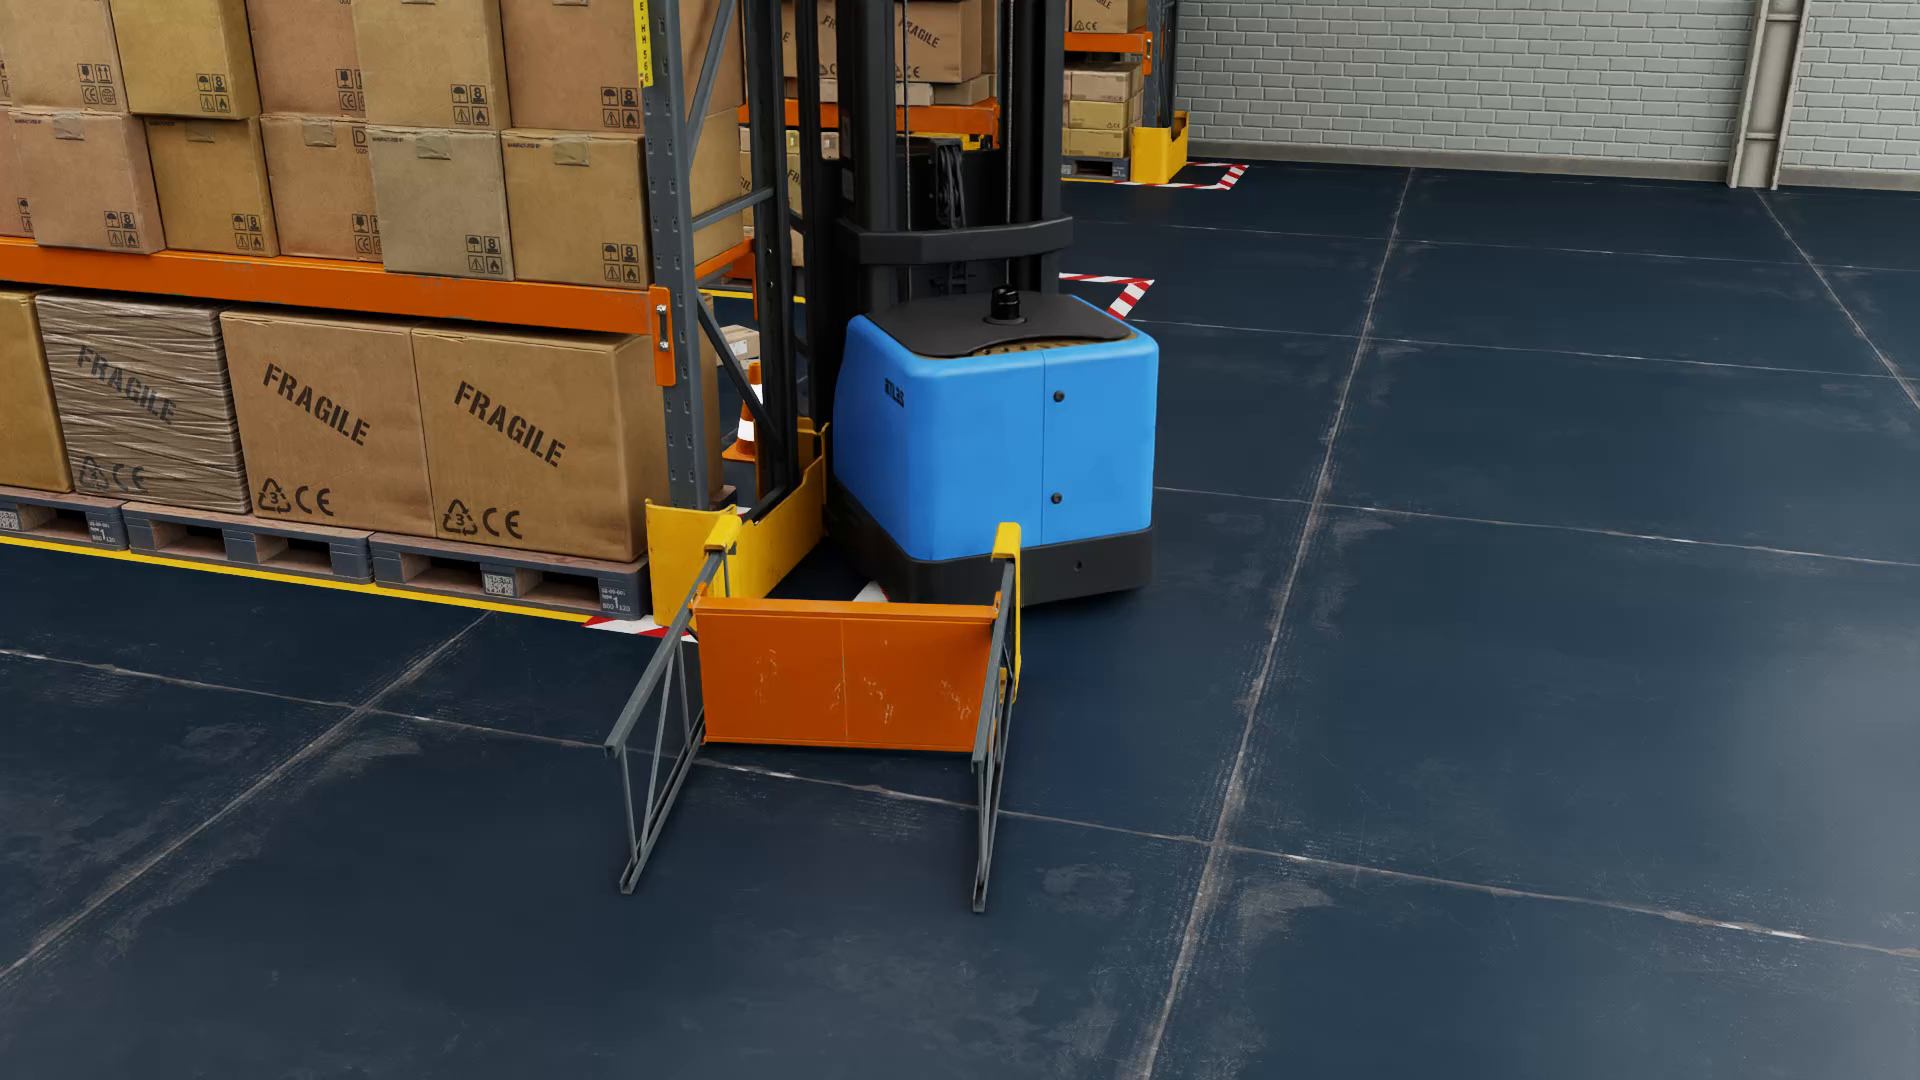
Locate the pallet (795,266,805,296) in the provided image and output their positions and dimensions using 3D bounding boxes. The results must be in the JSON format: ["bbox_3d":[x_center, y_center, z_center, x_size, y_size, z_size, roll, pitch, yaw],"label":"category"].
[{"bbox_3d":[-0.410,-1.883,11.583,1.213,0.211,1.003,7,23,16],"label":"pallet"}]

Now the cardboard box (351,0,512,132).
[{"bbox_3d":[-1.800,-1.904,6.339,0.550,0.550,0.875,7,23,16],"label":"cardboard box"}]

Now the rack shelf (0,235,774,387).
[{"bbox_3d":[-2.817,-1.140,7.045,4.000,0.370,1.077,7,23,16],"label":"rack shelf"}]

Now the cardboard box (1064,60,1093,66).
[{"bbox_3d":[0.976,-4.427,15.862,0.500,0.250,0.500,7,23,16],"label":"cardboard box"}]

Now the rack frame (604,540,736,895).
[{"bbox_3d":[-0.890,0.485,5.359,0.032,0.500,1.500,2,24,5],"label":"rack frame"}]

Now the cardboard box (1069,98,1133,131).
[{"bbox_3d":[1.304,-3.960,15.383,0.500,0.250,0.500,6,23,15],"label":"cardboard box"}]

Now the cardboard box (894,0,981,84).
[{"bbox_3d":[-0.169,-3.207,10.611,0.500,0.500,0.500,6,23,15],"label":"cardboard box"}]

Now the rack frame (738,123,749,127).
[{"bbox_3d":[-1.969,-5.306,16.252,0.127,3.000,1.000,7,23,16],"label":"rack frame"}]

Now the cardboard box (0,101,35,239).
[{"bbox_3d":[-3.842,-1.673,7.200,0.550,0.550,0.875,7,23,16],"label":"cardboard box"}]

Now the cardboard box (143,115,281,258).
[{"bbox_3d":[-2.823,-1.550,6.898,0.500,0.550,0.875,7,23,16],"label":"cardboard box"}]

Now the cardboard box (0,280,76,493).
[{"bbox_3d":[-4.150,-0.809,7.536,0.875,0.875,0.875,7,23,16],"label":"cardboard box"}]

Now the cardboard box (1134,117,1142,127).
[{"bbox_3d":[1.447,-3.914,15.930,0.500,0.250,0.500,7,23,16],"label":"cardboard box"}]

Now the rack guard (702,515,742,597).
[{"bbox_3d":[-0.829,0.229,5.926,0.087,0.587,0.250,2,24,5],"label":"rack guard"}]

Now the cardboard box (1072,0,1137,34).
[{"bbox_3d":[1.314,-4.872,15.063,0.500,0.500,0.500,6,23,14],"label":"cardboard box"}]

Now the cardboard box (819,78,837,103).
[{"bbox_3d":[-0.758,-2.951,10.843,0.250,0.149,0.380,7,23,16],"label":"cardboard box"}]

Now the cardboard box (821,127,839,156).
[{"bbox_3d":[-0.783,-2.641,10.984,0.250,0.149,0.380,7,23,17],"label":"cardboard box"}]

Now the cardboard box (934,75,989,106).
[{"bbox_3d":[0.011,-2.910,10.744,0.250,0.149,0.380,7,23,17],"label":"cardboard box"}]

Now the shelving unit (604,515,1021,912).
[{"bbox_3d":[-0.393,0.499,5.312,1.083,0.587,1.500,2,24,5],"label":"shelving unit"}]

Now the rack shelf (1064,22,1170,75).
[{"bbox_3d":[-0.054,-4.754,15.854,4.000,0.370,1.077,7,23,16],"label":"rack shelf"}]

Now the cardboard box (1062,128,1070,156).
[{"bbox_3d":[0.846,-3.784,15.612,0.500,0.250,0.500,7,23,15],"label":"cardboard box"}]

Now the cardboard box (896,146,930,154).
[{"bbox_3d":[-0.412,-2.325,11.068,0.500,0.500,0.500,7,23,16],"label":"cardboard box"}]

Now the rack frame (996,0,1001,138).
[{"bbox_3d":[0.431,-3.063,10.785,0.127,3.000,1.000,7,23,16],"label":"rack frame"}]

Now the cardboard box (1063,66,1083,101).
[{"bbox_3d":[0.839,-4.243,15.413,0.500,0.250,0.500,7,23,16],"label":"cardboard box"}]

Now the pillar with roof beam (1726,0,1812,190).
[{"bbox_3d":[5.955,-5.825,9.612,0.400,9.000,9.100,7,23,16],"label":"pillar with roof beam"}]

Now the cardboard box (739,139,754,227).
[{"bbox_3d":[-1.394,-2.439,11.346,0.500,0.500,0.500,6,23,14],"label":"cardboard box"}]

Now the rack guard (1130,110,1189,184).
[{"bbox_3d":[1.884,-3.708,15.651,0.348,0.500,1.175,7,23,16],"label":"rack guard"}]

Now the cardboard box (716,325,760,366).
[{"bbox_3d":[-1.407,-1.154,9.887,0.380,0.149,0.250,-20,29,-39],"label":"cardboard box"}]

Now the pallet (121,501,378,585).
[{"bbox_3d":[-2.855,-0.157,7.375,1.213,0.211,1.003,7,23,15],"label":"pallet"}]

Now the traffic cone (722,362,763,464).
[{"bbox_3d":[-1.001,-0.654,8.255,0.334,0.463,0.336,7,23,16],"label":"traffic cone"}]

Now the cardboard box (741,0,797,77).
[{"bbox_3d":[-1.125,-3.319,10.886,0.500,0.500,0.500,6,23,15],"label":"cardboard box"}]

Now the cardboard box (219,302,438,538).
[{"bbox_3d":[-2.414,-0.611,7.054,0.875,0.875,0.875,6,23,15],"label":"cardboard box"}]

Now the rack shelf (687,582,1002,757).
[{"bbox_3d":[-0.367,0.426,5.475,1.000,0.538,0.185,2,24,5],"label":"rack shelf"}]

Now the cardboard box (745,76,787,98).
[{"bbox_3d":[-1.234,-3.025,11.023,0.250,0.149,0.380,6,23,15],"label":"cardboard box"}]

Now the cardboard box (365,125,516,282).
[{"bbox_3d":[-1.804,-1.400,6.532,0.550,0.550,0.875,7,23,16],"label":"cardboard box"}]

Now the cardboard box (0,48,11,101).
[{"bbox_3d":[-3.829,-2.190,7.037,0.550,0.550,0.875,7,23,16],"label":"cardboard box"}]

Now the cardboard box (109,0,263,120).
[{"bbox_3d":[-2.842,-2.026,6.636,0.500,0.550,0.875,7,23,16],"label":"cardboard box"}]

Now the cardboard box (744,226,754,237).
[{"bbox_3d":[-1.417,-2.091,11.486,0.500,0.250,0.500,6,23,14],"label":"cardboard box"}]

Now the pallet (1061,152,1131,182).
[{"bbox_3d":[1.117,-3.646,15.880,1.213,0.211,1.003,7,23,16],"label":"pallet"}]

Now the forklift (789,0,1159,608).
[{"bbox_3d":[-0.228,-1.579,7.256,1.130,2.935,3.031,-8,24,-19],"label":"forklift"}]

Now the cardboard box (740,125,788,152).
[{"bbox_3d":[-1.274,-2.700,11.126,0.250,0.149,0.380,8,23,18],"label":"cardboard box"}]
